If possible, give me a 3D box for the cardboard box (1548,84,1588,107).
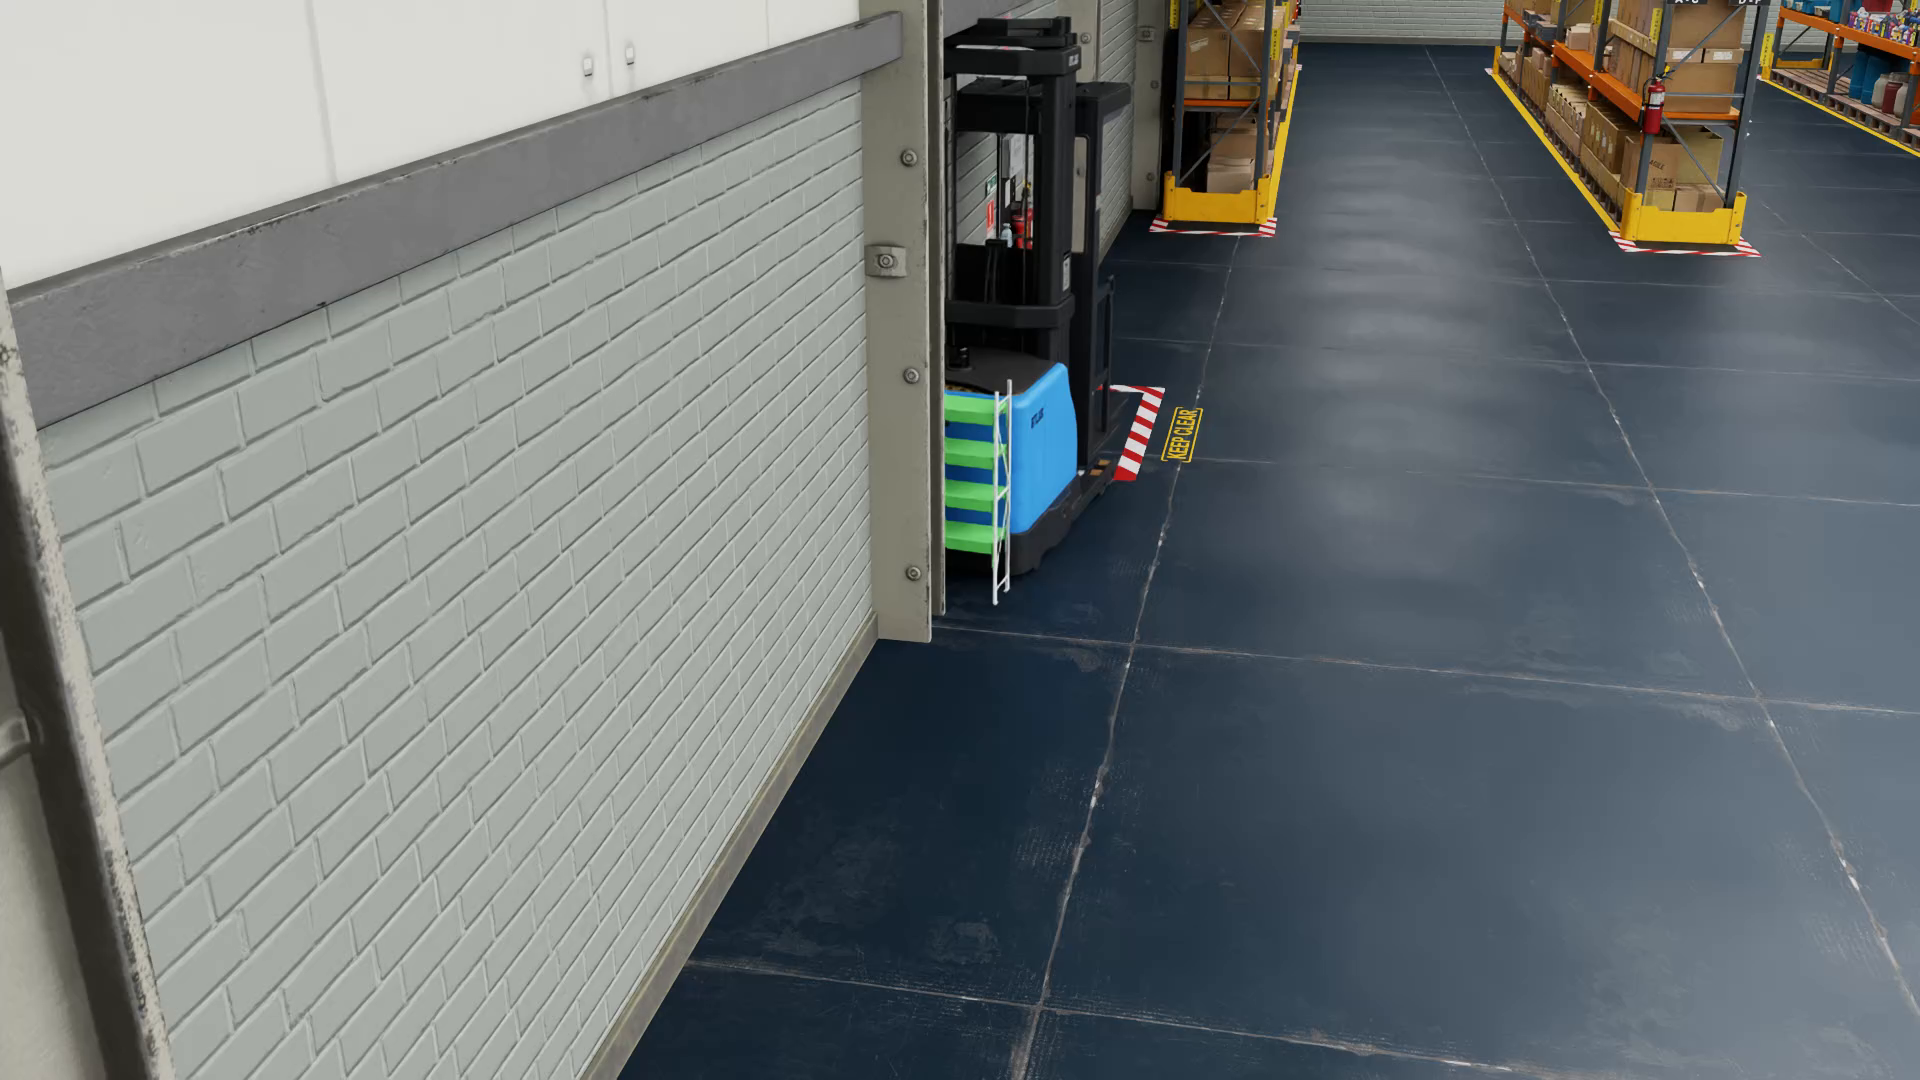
[{"bbox_3d":[8.972,-6.574,24.530,0.500,0.311,0.500,5,23,13],"label":"cardboard box"}]

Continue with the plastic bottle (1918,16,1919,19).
[{"bbox_3d":[15.089,-8.104,26.125,0.152,0.276,0.135,4,22,11],"label":"plastic bottle"}]

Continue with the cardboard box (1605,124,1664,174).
[{"bbox_3d":[7.742,-4.491,19.104,0.500,0.500,0.500,4,22,11],"label":"cardboard box"}]

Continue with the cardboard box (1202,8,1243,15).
[{"bbox_3d":[3.290,-6.420,20.949,0.500,0.500,0.500,4,22,11],"label":"cardboard box"}]

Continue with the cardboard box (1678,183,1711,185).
[{"bbox_3d":[8.159,-3.920,18.690,0.500,0.250,0.500,4,22,11],"label":"cardboard box"}]

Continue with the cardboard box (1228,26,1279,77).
[{"bbox_3d":[3.275,-5.454,18.550,0.500,0.500,0.500,4,22,11],"label":"cardboard box"}]

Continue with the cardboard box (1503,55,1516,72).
[{"bbox_3d":[10.406,-8.875,30.968,0.500,0.250,0.500,4,22,11],"label":"cardboard box"}]

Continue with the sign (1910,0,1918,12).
[{"bbox_3d":[15.569,-8.734,27.153,0.100,0.325,0.005,4,22,11],"label":"sign"}]

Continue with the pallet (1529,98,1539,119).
[{"bbox_3d":[9.807,-6.985,26.916,1.003,0.211,1.213,4,22,11],"label":"pallet"}]

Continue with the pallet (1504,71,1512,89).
[{"bbox_3d":[10.570,-8.432,30.508,1.003,0.211,1.213,4,22,11],"label":"pallet"}]

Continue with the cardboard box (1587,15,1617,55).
[{"bbox_3d":[9.040,-6.995,23.074,0.500,0.500,0.500,3,22,8],"label":"cardboard box"}]

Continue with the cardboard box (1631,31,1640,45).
[{"bbox_3d":[7.993,-5.798,19.233,0.380,0.149,0.250,4,22,10],"label":"cardboard box"}]

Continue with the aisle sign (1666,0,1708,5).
[{"bbox_3d":[7.433,-5.842,16.865,0.394,0.787,0.004,4,22,11],"label":"aisle sign"}]

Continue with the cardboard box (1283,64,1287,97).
[{"bbox_3d":[4.980,-7.717,27.314,0.750,0.750,0.750,4,22,11],"label":"cardboard box"}]

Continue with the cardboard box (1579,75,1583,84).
[{"bbox_3d":[9.840,-6.945,25.840,0.500,0.500,0.500,4,22,9],"label":"cardboard box"}]

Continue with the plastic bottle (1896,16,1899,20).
[{"bbox_3d":[15.141,-8.390,26.936,0.097,0.201,0.097,0,22,0],"label":"plastic bottle"}]

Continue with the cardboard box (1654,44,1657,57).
[{"bbox_3d":[7.677,-5.236,17.836,0.380,0.149,0.250,5,22,12],"label":"cardboard box"}]

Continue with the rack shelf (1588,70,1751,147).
[{"bbox_3d":[8.142,-5.036,19.305,1.077,0.370,4.000,4,22,11],"label":"rack shelf"}]

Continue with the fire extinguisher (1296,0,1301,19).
[{"bbox_3d":[6.631,-10.677,32.952,0.296,0.674,0.183,4,22,11],"label":"fire extinguisher"}]

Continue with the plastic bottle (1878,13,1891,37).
[{"bbox_3d":[14.251,-7.932,25.599,0.144,0.351,0.185,4,22,11],"label":"plastic bottle"}]

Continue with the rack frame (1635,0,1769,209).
[{"bbox_3d":[7.734,-4.638,17.355,1.000,3.000,0.127,4,22,11],"label":"rack frame"}]

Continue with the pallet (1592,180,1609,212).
[{"bbox_3d":[8.100,-4.072,19.683,1.003,0.211,1.213,4,22,11],"label":"pallet"}]

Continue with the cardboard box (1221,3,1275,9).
[{"bbox_3d":[3.837,-6.911,22.276,0.700,0.500,0.500,5,22,11],"label":"cardboard box"}]

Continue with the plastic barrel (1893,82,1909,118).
[{"bbox_3d":[14.325,-6.619,25.042,0.421,0.512,0.421,0,22,0],"label":"plastic barrel"}]

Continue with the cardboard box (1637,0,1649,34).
[{"bbox_3d":[8.159,-6.036,18.955,0.700,0.500,0.500,4,22,11],"label":"cardboard box"}]

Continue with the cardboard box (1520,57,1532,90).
[{"bbox_3d":[9.845,-7.913,28.244,0.500,0.500,0.500,3,22,8],"label":"cardboard box"}]

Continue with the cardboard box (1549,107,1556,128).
[{"bbox_3d":[8.870,-6.130,24.178,0.500,0.250,0.500,4,22,9],"label":"cardboard box"}]

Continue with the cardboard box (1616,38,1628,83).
[{"bbox_3d":[8.364,-5.791,20.084,0.700,0.500,0.500,4,22,10],"label":"cardboard box"}]

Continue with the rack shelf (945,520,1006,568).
[{"bbox_3d":[-0.006,0.007,9.043,0.480,0.148,0.258,8,23,18],"label":"rack shelf"}]

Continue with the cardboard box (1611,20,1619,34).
[{"bbox_3d":[8.306,-6.365,20.640,0.380,0.149,0.250,4,22,11],"label":"cardboard box"}]

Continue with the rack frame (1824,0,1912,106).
[{"bbox_3d":[15.031,-8.648,27.311,1.000,3.000,0.127,4,22,11],"label":"rack frame"}]

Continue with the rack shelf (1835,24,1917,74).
[{"bbox_3d":[14.623,-7.583,25.629,1.077,0.370,4.000,4,22,11],"label":"rack shelf"}]

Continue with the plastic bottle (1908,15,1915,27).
[{"bbox_3d":[14.963,-8.104,26.133,0.097,0.271,0.097,0,22,0],"label":"plastic bottle"}]

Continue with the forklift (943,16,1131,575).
[{"bbox_3d":[0.370,-1.687,10.119,1.130,2.935,3.031,8,23,18],"label":"forklift"}]

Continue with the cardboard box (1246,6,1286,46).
[{"bbox_3d":[3.906,-6.568,21.318,0.500,0.500,0.500,4,22,11],"label":"cardboard box"}]

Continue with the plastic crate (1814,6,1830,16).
[{"bbox_3d":[15.092,-9.213,28.987,0.293,0.136,0.466,4,22,11],"label":"plastic crate"}]

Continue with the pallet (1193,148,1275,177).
[{"bbox_3d":[3.597,-4.936,21.826,1.003,0.211,1.213,4,22,11],"label":"pallet"}]

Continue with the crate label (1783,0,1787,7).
[{"bbox_3d":[15.474,-9.996,30.801,0.416,0.233,0.303,4,22,11],"label":"crate label"}]

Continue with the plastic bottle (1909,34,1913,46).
[{"bbox_3d":[13.921,-7.314,24.265,0.097,0.201,0.097,0,22,0],"label":"plastic bottle"}]

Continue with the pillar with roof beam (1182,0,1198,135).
[{"bbox_3d":[7.618,-9.985,22.601,9.100,9.000,0.400,4,22,11],"label":"pillar with roof beam"}]

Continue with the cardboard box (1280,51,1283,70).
[{"bbox_3d":[3.900,-6.221,21.458,0.500,0.250,0.500,5,22,11],"label":"cardboard box"}]

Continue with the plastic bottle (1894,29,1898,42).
[{"bbox_3d":[14.067,-7.577,24.917,0.097,0.201,0.097,0,22,0],"label":"plastic bottle"}]

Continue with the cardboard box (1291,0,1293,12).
[{"bbox_3d":[5.390,-9.221,28.176,0.500,0.500,0.500,5,22,11],"label":"cardboard box"}]

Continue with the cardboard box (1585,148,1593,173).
[{"bbox_3d":[8.052,-4.691,20.606,0.500,0.250,0.500,4,22,11],"label":"cardboard box"}]

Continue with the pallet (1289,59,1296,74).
[{"bbox_3d":[6.062,-9.274,32.599,1.003,0.211,1.213,4,22,11],"label":"pallet"}]

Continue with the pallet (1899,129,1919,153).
[{"bbox_3d":[14.019,-5.611,23.503,1.003,0.211,1.213,4,22,11],"label":"pallet"}]

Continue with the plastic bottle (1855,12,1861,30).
[{"bbox_3d":[14.486,-8.359,26.765,0.097,0.271,0.097,0,22,0],"label":"plastic bottle"}]

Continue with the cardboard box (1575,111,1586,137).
[{"bbox_3d":[8.352,-5.451,21.740,0.500,0.311,0.500,4,22,11],"label":"cardboard box"}]

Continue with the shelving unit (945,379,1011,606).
[{"bbox_3d":[-0.006,-0.275,8.930,0.503,1.200,0.258,8,23,18],"label":"shelving unit"}]

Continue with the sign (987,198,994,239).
[{"bbox_3d":[0.200,-2.063,10.914,0.001,0.329,0.234,4,22,11],"label":"sign"}]

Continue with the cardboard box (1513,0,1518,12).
[{"bbox_3d":[10.341,-9.839,30.134,0.500,0.500,0.500,5,22,12],"label":"cardboard box"}]
